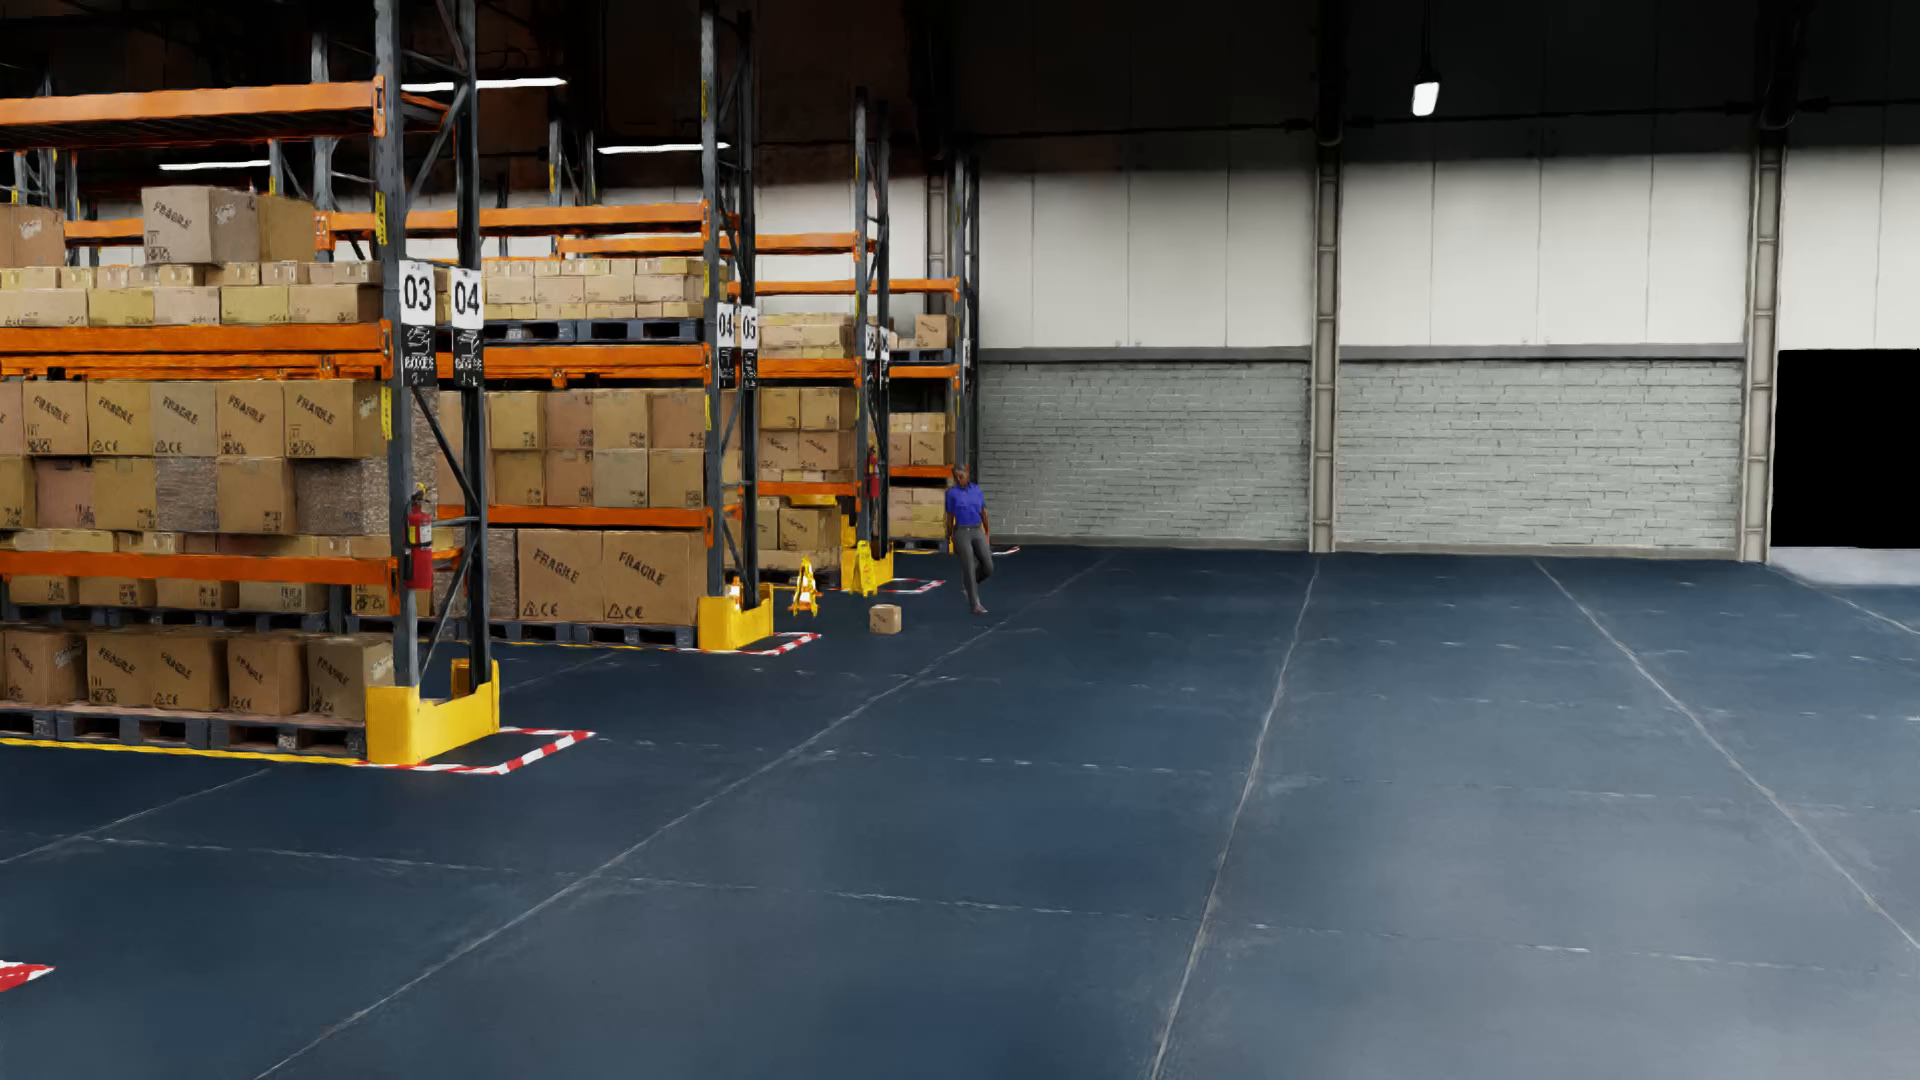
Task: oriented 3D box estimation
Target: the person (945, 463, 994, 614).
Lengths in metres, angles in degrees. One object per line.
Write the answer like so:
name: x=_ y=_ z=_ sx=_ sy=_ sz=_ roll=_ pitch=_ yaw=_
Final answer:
person: x=0.066 y=-0.031 z=18.040 sx=0.515 sy=1.627 sz=0.581 roll=-2 pitch=5 yaw=-23
